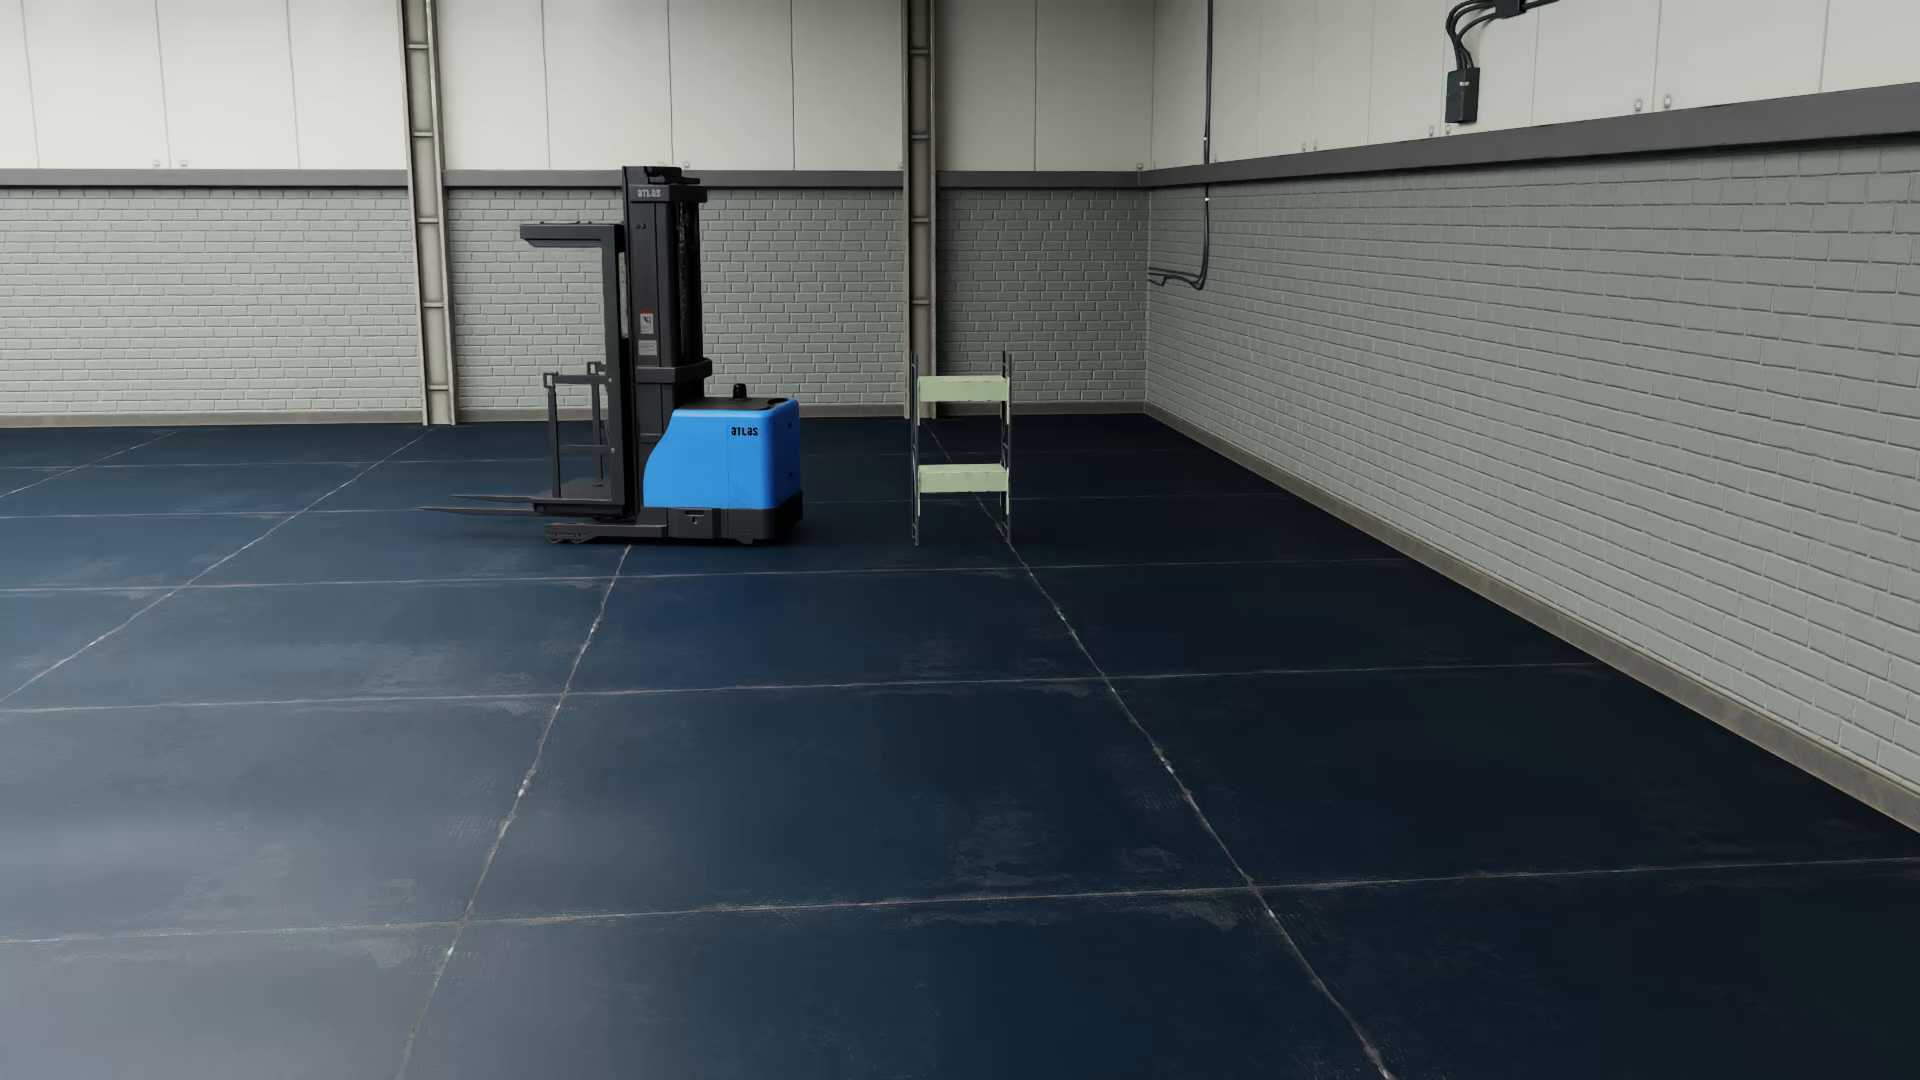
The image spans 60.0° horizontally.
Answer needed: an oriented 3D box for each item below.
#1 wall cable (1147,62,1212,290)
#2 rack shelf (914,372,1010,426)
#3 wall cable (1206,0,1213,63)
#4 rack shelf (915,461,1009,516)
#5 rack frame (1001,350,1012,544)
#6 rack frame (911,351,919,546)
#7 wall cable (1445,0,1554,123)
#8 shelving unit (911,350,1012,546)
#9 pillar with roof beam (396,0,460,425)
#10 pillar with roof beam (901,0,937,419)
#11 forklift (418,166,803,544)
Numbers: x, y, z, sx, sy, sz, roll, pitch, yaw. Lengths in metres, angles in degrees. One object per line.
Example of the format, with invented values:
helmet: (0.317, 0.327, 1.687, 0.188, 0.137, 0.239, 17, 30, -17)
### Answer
wall cable: (2.558, -4.283, 19.877, 0.112, 2.526, 3.097, -1, 11, -6)
rack shelf: (0.007, -1.119, 13.149, 0.720, 0.370, 0.431, -1, 11, -6)
wall cable: (2.850, -6.243, 16.751, 0.112, 2.526, 3.097, -1, 11, -6)
rack shelf: (0.007, -0.416, 13.287, 0.720, 0.370, 0.431, -1, 11, -6)
rack frame: (0.371, -0.744, 13.263, 0.023, 1.500, 0.400, -1, 11, -6)
rack frame: (-0.357, -0.728, 13.185, 0.023, 1.500, 0.400, -1, 11, -6)
wall cable: (3.567, -5.655, 9.987, 0.169, 6.003, 2.305, -1, 11, -6)
shelving unit: (0.007, -0.736, 13.224, 0.755, 1.500, 0.431, -1, 11, -6)
pillar with roof beam: (-6.014, -5.049, 15.720, 0.400, 9.000, 9.100, -1, 11, -6)
pillar with roof beam: (-0.049, -5.174, 16.356, 0.400, 9.000, 9.100, -1, 11, -6)
forklift: (-2.875, -1.507, 13.437, 3.031, 2.935, 1.130, 1, 11, 7)
